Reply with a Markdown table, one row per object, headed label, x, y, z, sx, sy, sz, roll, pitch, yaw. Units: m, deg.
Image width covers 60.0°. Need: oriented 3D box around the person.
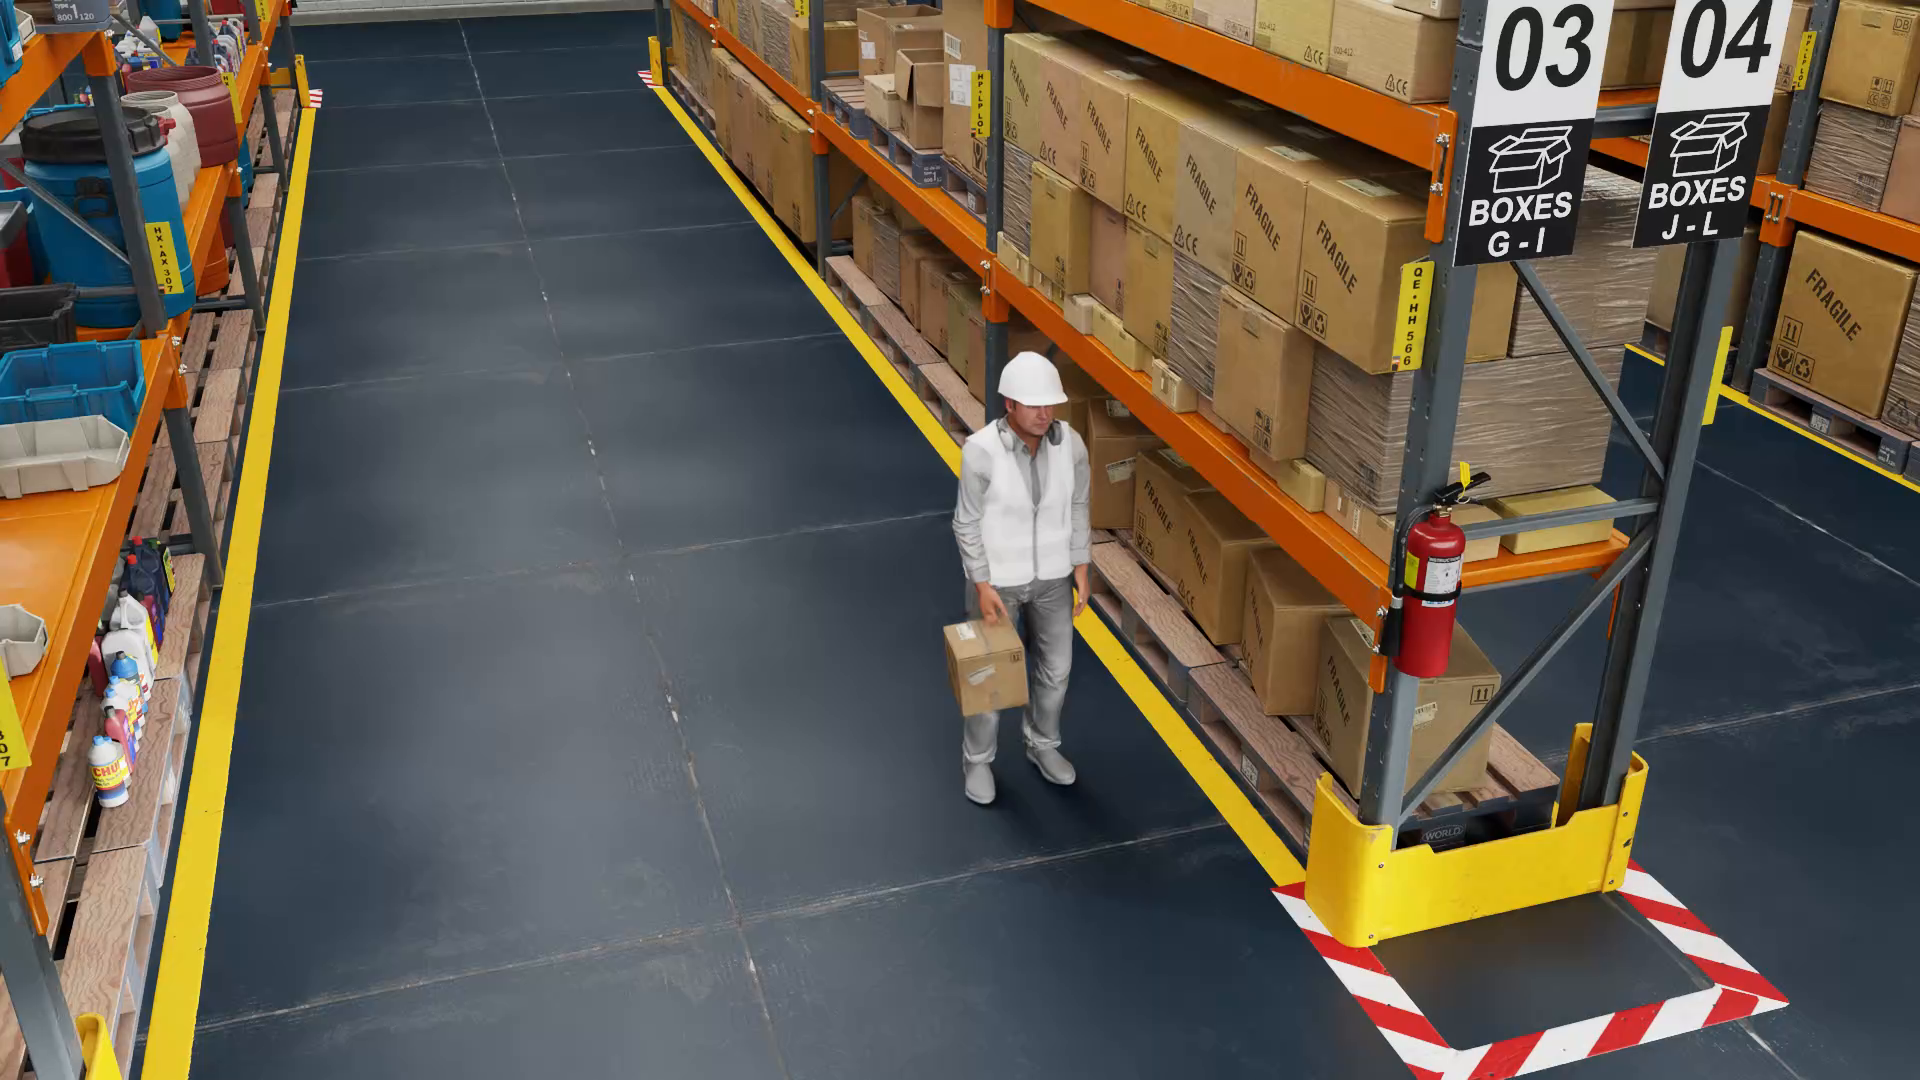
| label | x | y | z | sx | sy | sz | roll | pitch | yaw |
| --- | --- | --- | --- | --- | --- | --- | --- | --- | --- |
| person | 0.237 | 0.128 | 6.315 | 0.553 | 1.778 | 0.434 | -9 | 28 | -18 |
